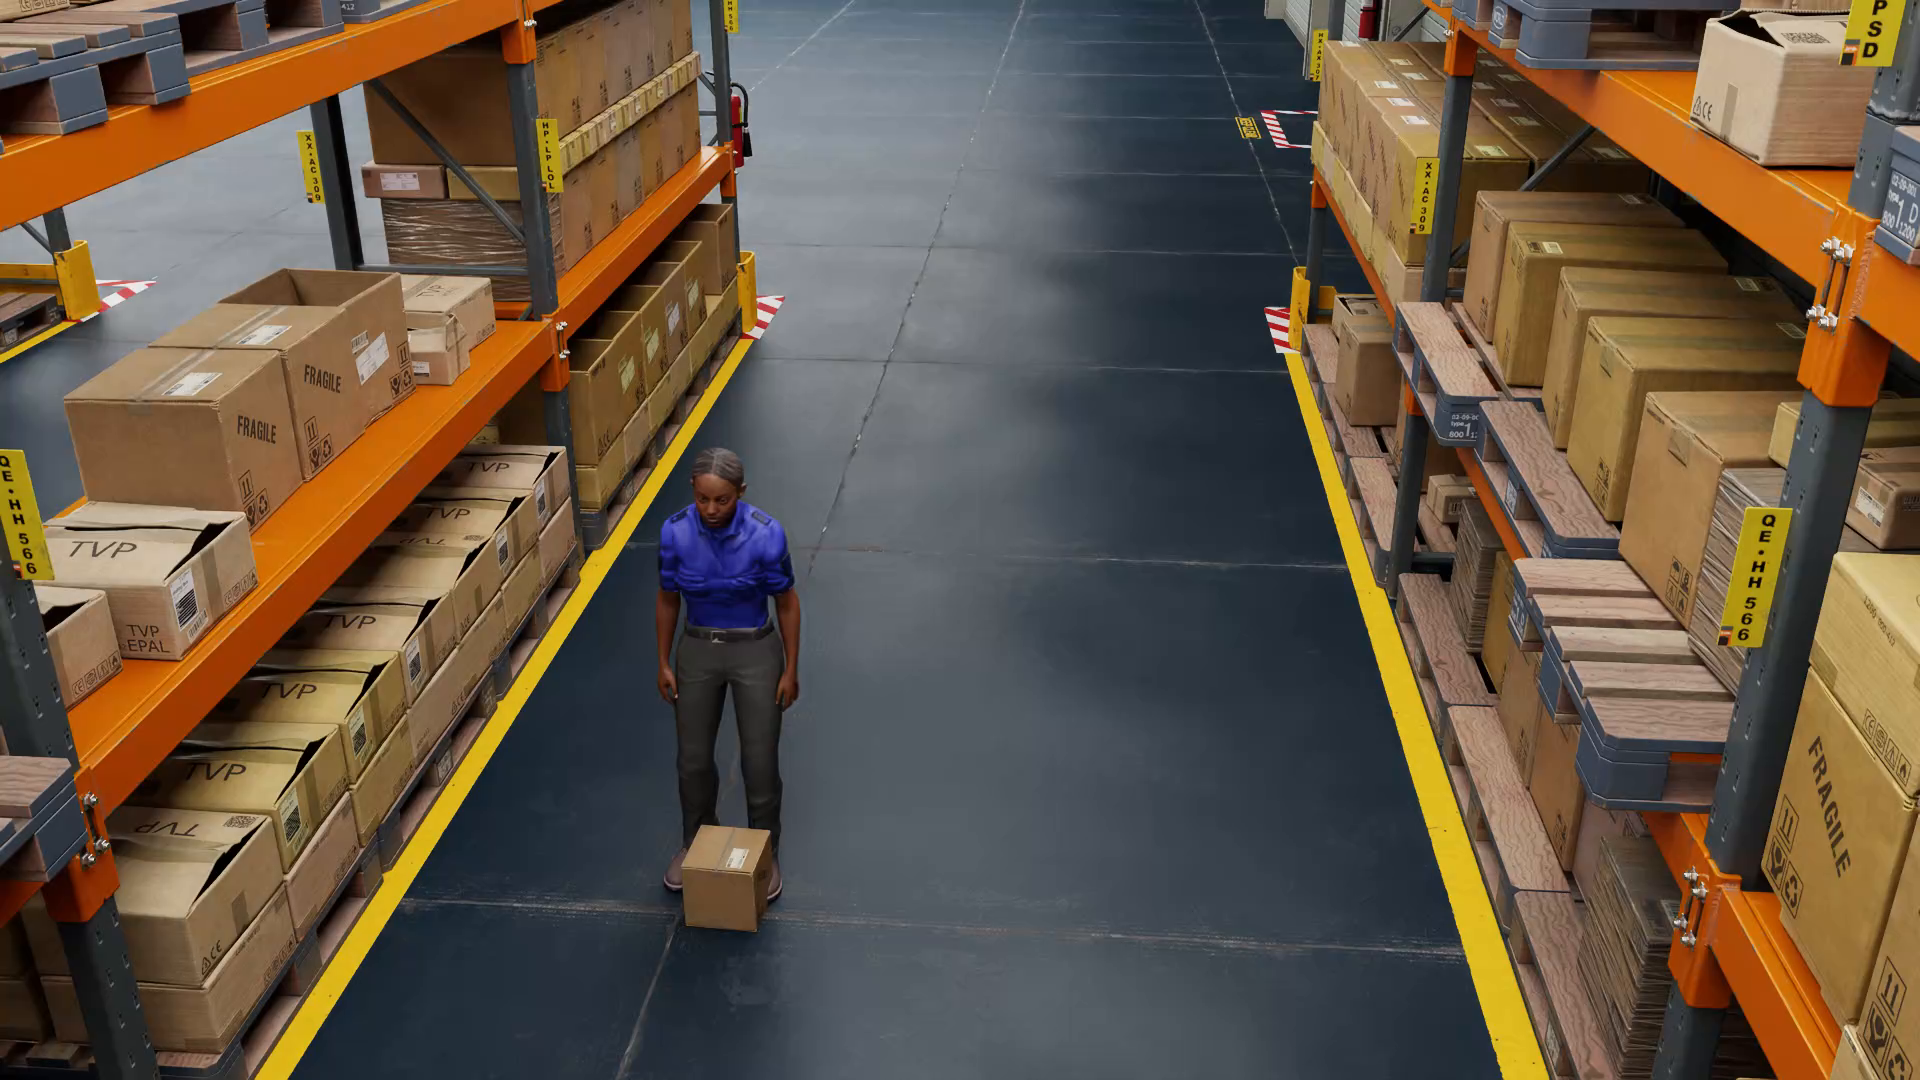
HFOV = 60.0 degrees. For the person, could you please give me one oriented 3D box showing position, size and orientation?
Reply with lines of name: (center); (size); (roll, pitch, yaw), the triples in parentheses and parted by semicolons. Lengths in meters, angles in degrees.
person: (-0.796, 0.442, 5.649); (0.509, 1.655, 0.391); (2, 25, 4)
